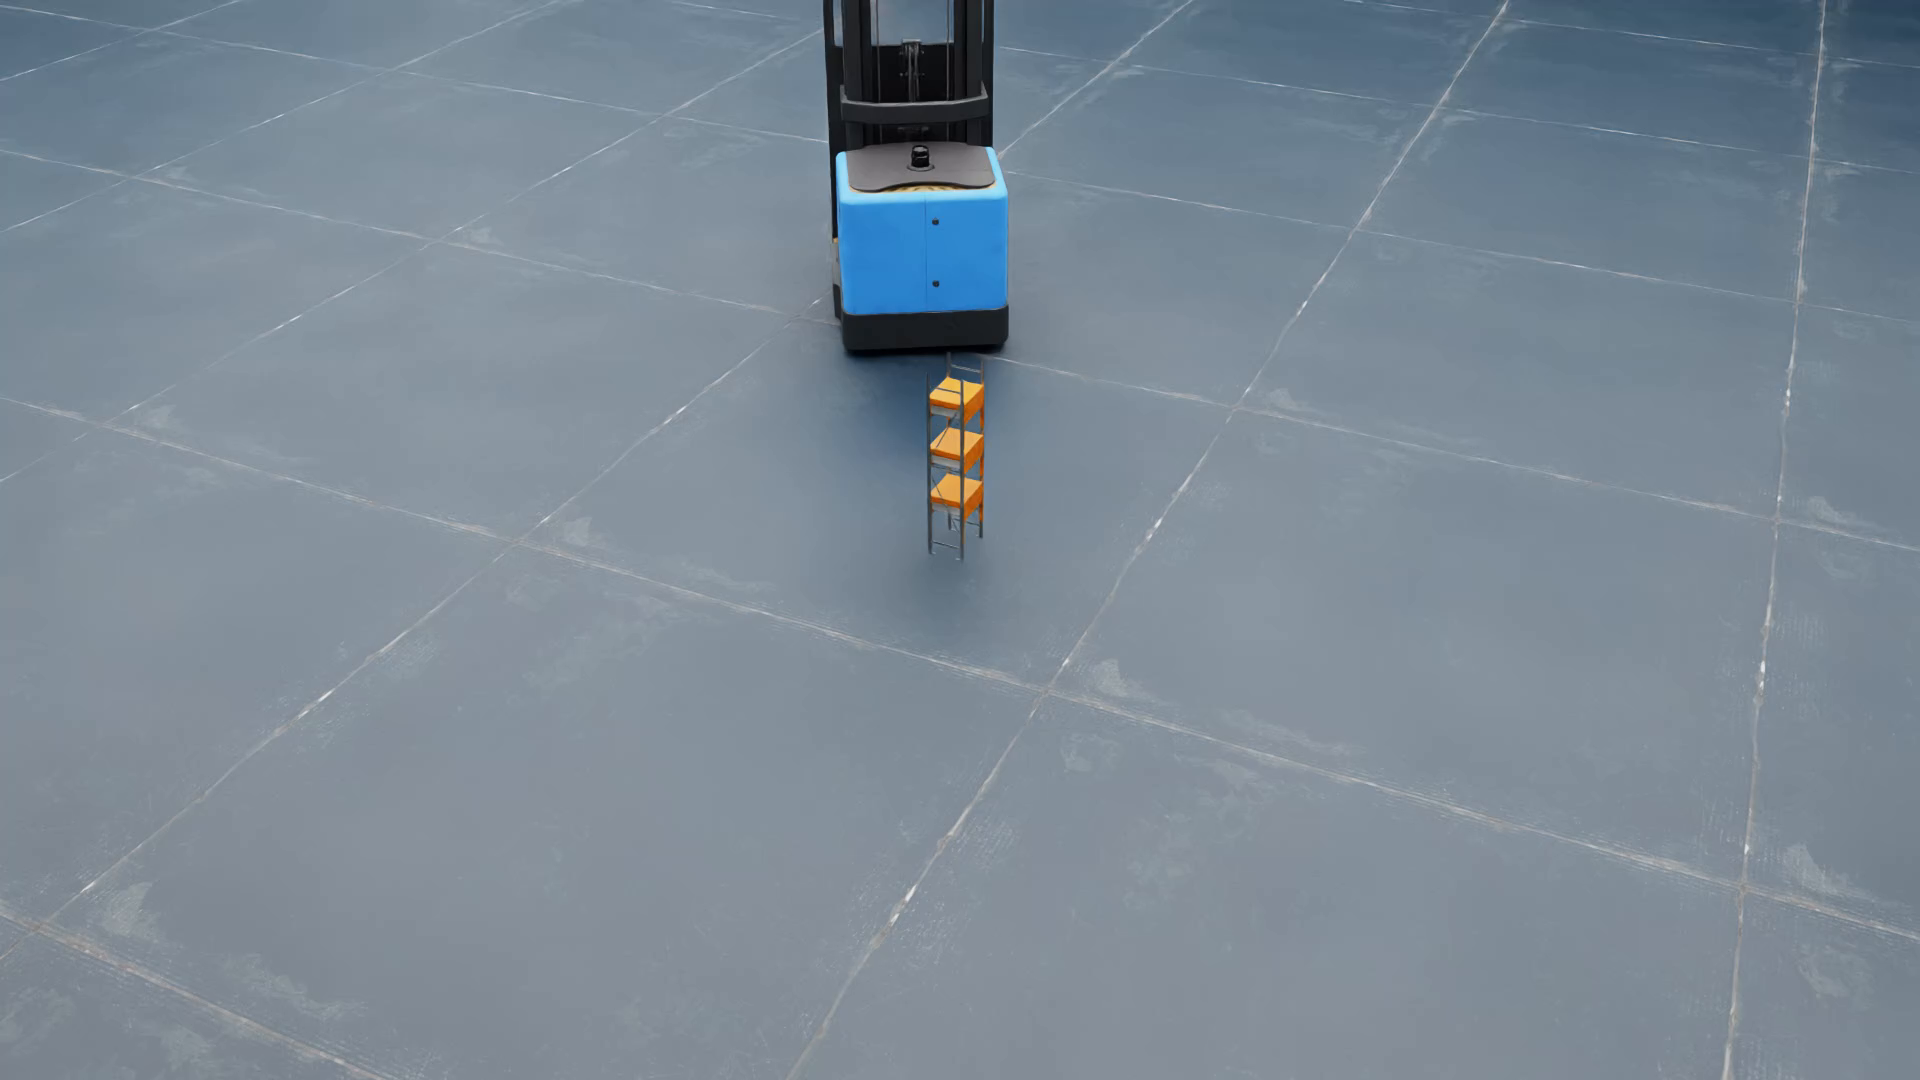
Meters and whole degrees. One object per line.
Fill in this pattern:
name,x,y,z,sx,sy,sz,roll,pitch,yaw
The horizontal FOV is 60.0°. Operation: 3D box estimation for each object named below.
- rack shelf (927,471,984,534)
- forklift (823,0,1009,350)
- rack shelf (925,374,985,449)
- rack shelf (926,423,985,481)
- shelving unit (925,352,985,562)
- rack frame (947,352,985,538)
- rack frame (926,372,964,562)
rack shelf,-0.022,-0.171,8.580,0.215,0.259,0.240,14,36,20
forklift,-0.351,-3.207,10.968,1.130,2.935,3.031,-3,33,-5
rack shelf,-0.022,-0.641,8.272,0.215,0.259,0.240,14,36,20
rack shelf,-0.022,-0.404,8.427,0.215,0.259,0.240,14,36,20
shelving unit,-0.022,-0.412,8.421,0.215,1.050,0.252,14,36,20
rack frame,0.029,-0.473,8.514,0.200,1.050,0.008,14,36,20
rack frame,-0.073,-0.352,8.329,0.200,1.050,0.008,14,36,20
